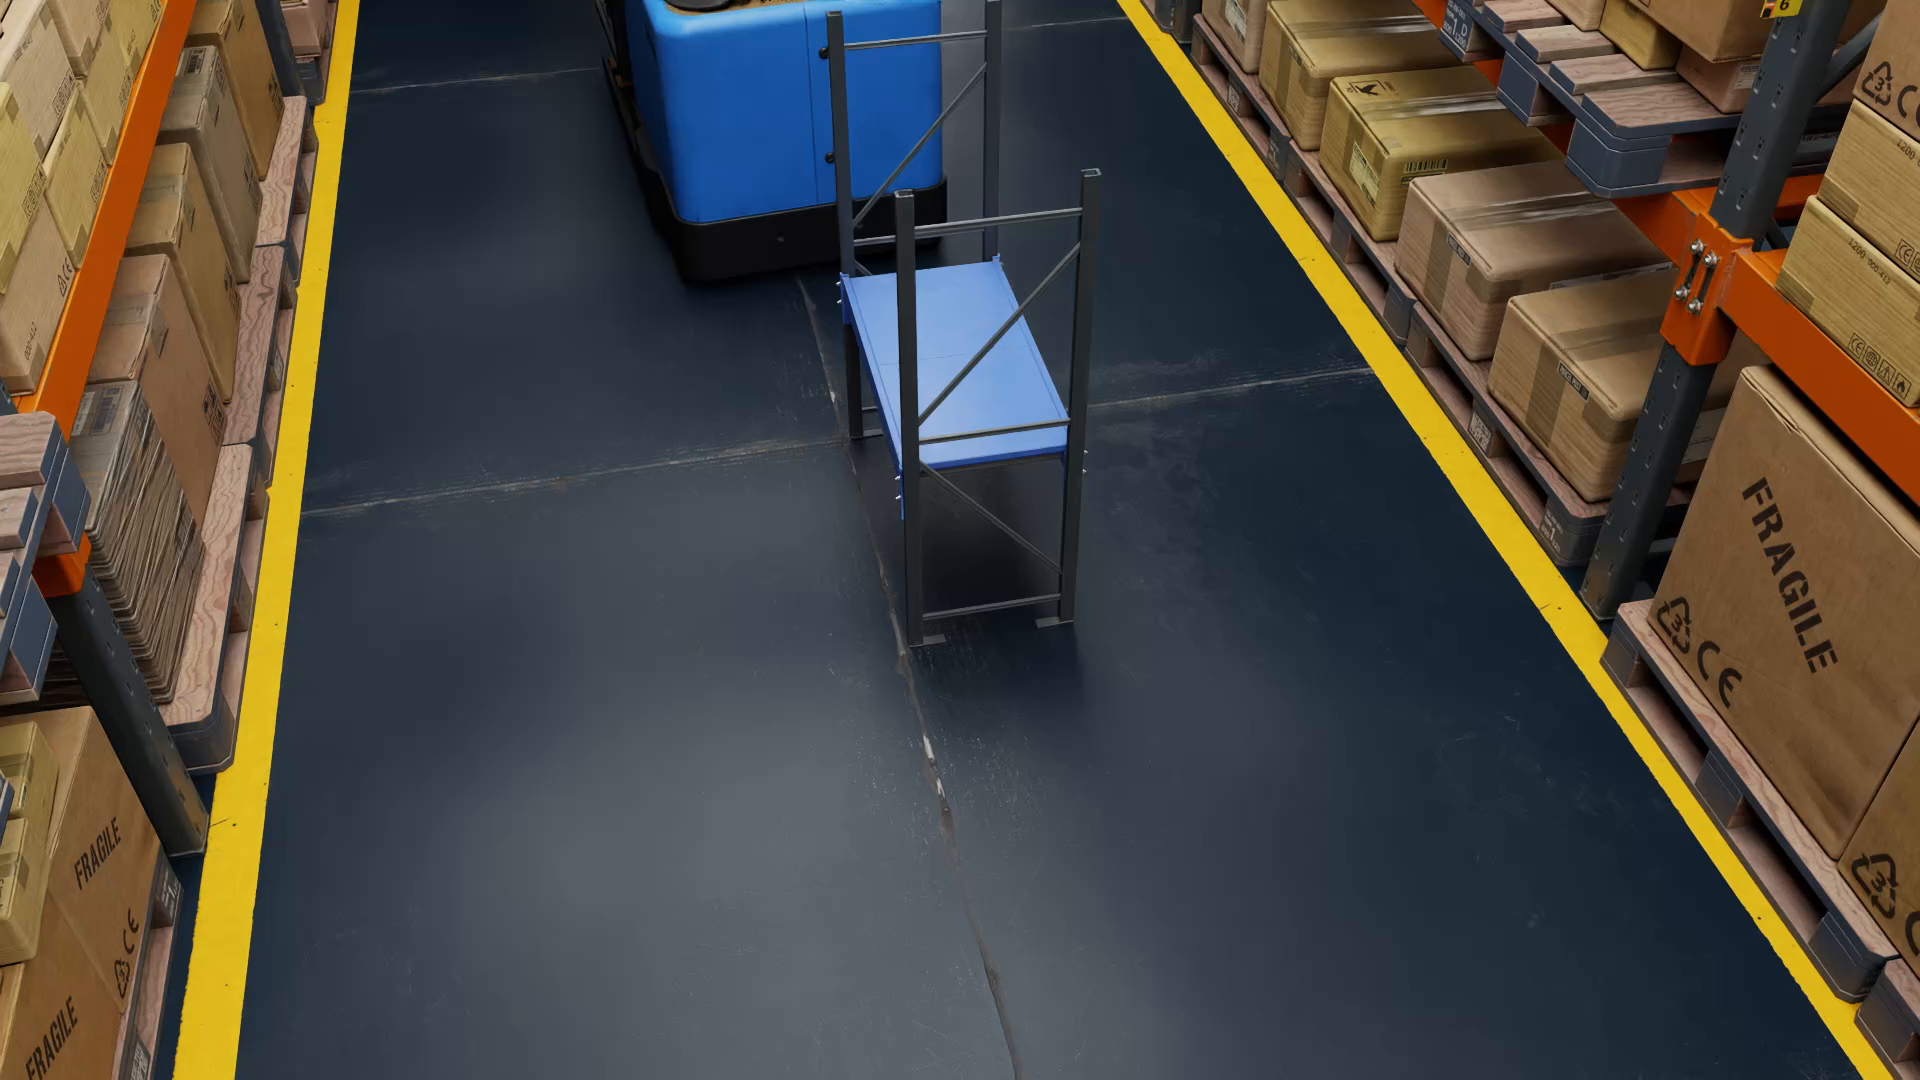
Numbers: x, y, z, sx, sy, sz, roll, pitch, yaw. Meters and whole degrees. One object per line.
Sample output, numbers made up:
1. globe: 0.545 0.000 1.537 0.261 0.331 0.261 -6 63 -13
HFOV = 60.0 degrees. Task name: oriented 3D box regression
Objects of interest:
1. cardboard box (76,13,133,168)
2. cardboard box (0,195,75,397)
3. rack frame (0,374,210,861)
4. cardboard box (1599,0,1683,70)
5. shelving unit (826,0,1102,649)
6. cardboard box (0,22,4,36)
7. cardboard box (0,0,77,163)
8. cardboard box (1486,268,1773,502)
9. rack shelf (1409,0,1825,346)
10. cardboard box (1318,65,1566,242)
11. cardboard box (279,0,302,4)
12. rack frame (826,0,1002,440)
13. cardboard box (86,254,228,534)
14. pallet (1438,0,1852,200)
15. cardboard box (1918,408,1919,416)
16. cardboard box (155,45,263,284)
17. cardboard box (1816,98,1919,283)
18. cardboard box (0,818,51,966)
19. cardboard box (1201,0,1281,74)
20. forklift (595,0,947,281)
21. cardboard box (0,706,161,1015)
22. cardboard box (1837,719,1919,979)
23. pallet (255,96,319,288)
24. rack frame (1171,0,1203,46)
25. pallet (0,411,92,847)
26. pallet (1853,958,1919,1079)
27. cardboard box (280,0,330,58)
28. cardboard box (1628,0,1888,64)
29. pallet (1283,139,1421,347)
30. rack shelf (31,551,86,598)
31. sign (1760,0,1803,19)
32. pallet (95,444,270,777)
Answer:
1. cardboard box: -2.545 -1.197 4.452 0.500 0.250 0.500 -10 42 -11
2. cardboard box: -2.323 -0.537 3.709 0.500 0.250 0.500 -8 42 -9
3. rack frame: -2.466 -0.271 3.296 1.000 3.000 0.127 -8 42 -9
4. cardboard box: 1.951 -1.390 4.429 0.380 0.149 0.250 -8 42 -9
5. shelving unit: -0.018 -0.616 4.814 0.538 1.500 1.048 -8 42 -9
6. cardboard box: -2.386 -1.135 3.706 0.380 0.149 0.250 -7 42 -8
7. cardboard box: -2.430 -1.049 3.909 0.500 0.250 0.500 -7 42 -8
8. cardboard box: 2.268 -0.527 5.247 0.950 0.372 0.625 -11 43 -12
9. rack shelf: 1.948 -2.012 5.799 1.077 0.370 4.000 -8 42 -9
10. cardboard box: 1.942 -1.496 6.339 0.950 0.372 0.625 -7 42 -8
11. cardboard box: -3.132 -2.537 7.227 0.500 0.250 0.500 -9 42 -9
12. rack frame: -0.128 -0.946 5.186 0.500 1.500 0.032 -8 42 -9
13. cardboard box: -2.736 -0.369 4.878 0.875 0.625 0.625 -7 42 -8
14. pallet: 2.122 -1.360 4.667 1.213 0.211 1.003 -8 42 -9
15. cardboard box: 2.368 -0.245 3.379 0.500 0.250 0.500 -9 42 -11
16. cardboard box: -3.046 -1.292 5.918 0.875 0.625 0.625 -9 42 -10
17. cardboard box: 2.248 -0.752 3.574 0.500 0.250 0.500 -9 42 -10
18. cardboard box: -2.023 0.721 3.257 0.380 0.149 0.250 -10 43 -12
19. cardboard box: 1.632 -2.412 7.371 0.950 0.372 0.625 -8 42 -9
20. forklift: -0.977 -3.060 6.490 1.130 2.935 3.031 -12 43 -13
21. cardboard box: -2.165 0.750 3.712 0.500 0.500 0.500 -7 42 -8
22. cardboard box: 2.636 0.691 3.496 0.875 0.875 0.875 -8 42 -9
23. pallet: -3.132 -1.349 6.611 1.003 0.211 1.213 -8 42 -9
24. rack frame: 1.517 -3.577 7.021 1.000 3.000 0.127 -8 42 -9
25. pallet: -2.251 0.230 2.876 1.213 0.211 1.003 -8 42 -9
26. pallet: 2.736 1.369 3.548 1.003 0.211 1.213 -8 42 -9
27. cardboard box: -3.110 -2.353 7.397 0.500 0.250 0.500 -8 42 -9
28. cardboard box: 2.010 -1.545 4.115 0.500 0.500 0.500 -9 42 -11
29. pallet: 1.953 -1.238 6.485 1.003 0.211 1.213 -8 42 -9
30. rack shelf: -2.034 1.295 2.074 1.077 0.370 4.000 -8 42 -9
31. sign: 1.852 -1.304 3.647 0.100 0.325 0.005 -8 42 -9
32. pallet: -2.606 0.233 4.829 1.003 0.211 1.213 -8 42 -9
